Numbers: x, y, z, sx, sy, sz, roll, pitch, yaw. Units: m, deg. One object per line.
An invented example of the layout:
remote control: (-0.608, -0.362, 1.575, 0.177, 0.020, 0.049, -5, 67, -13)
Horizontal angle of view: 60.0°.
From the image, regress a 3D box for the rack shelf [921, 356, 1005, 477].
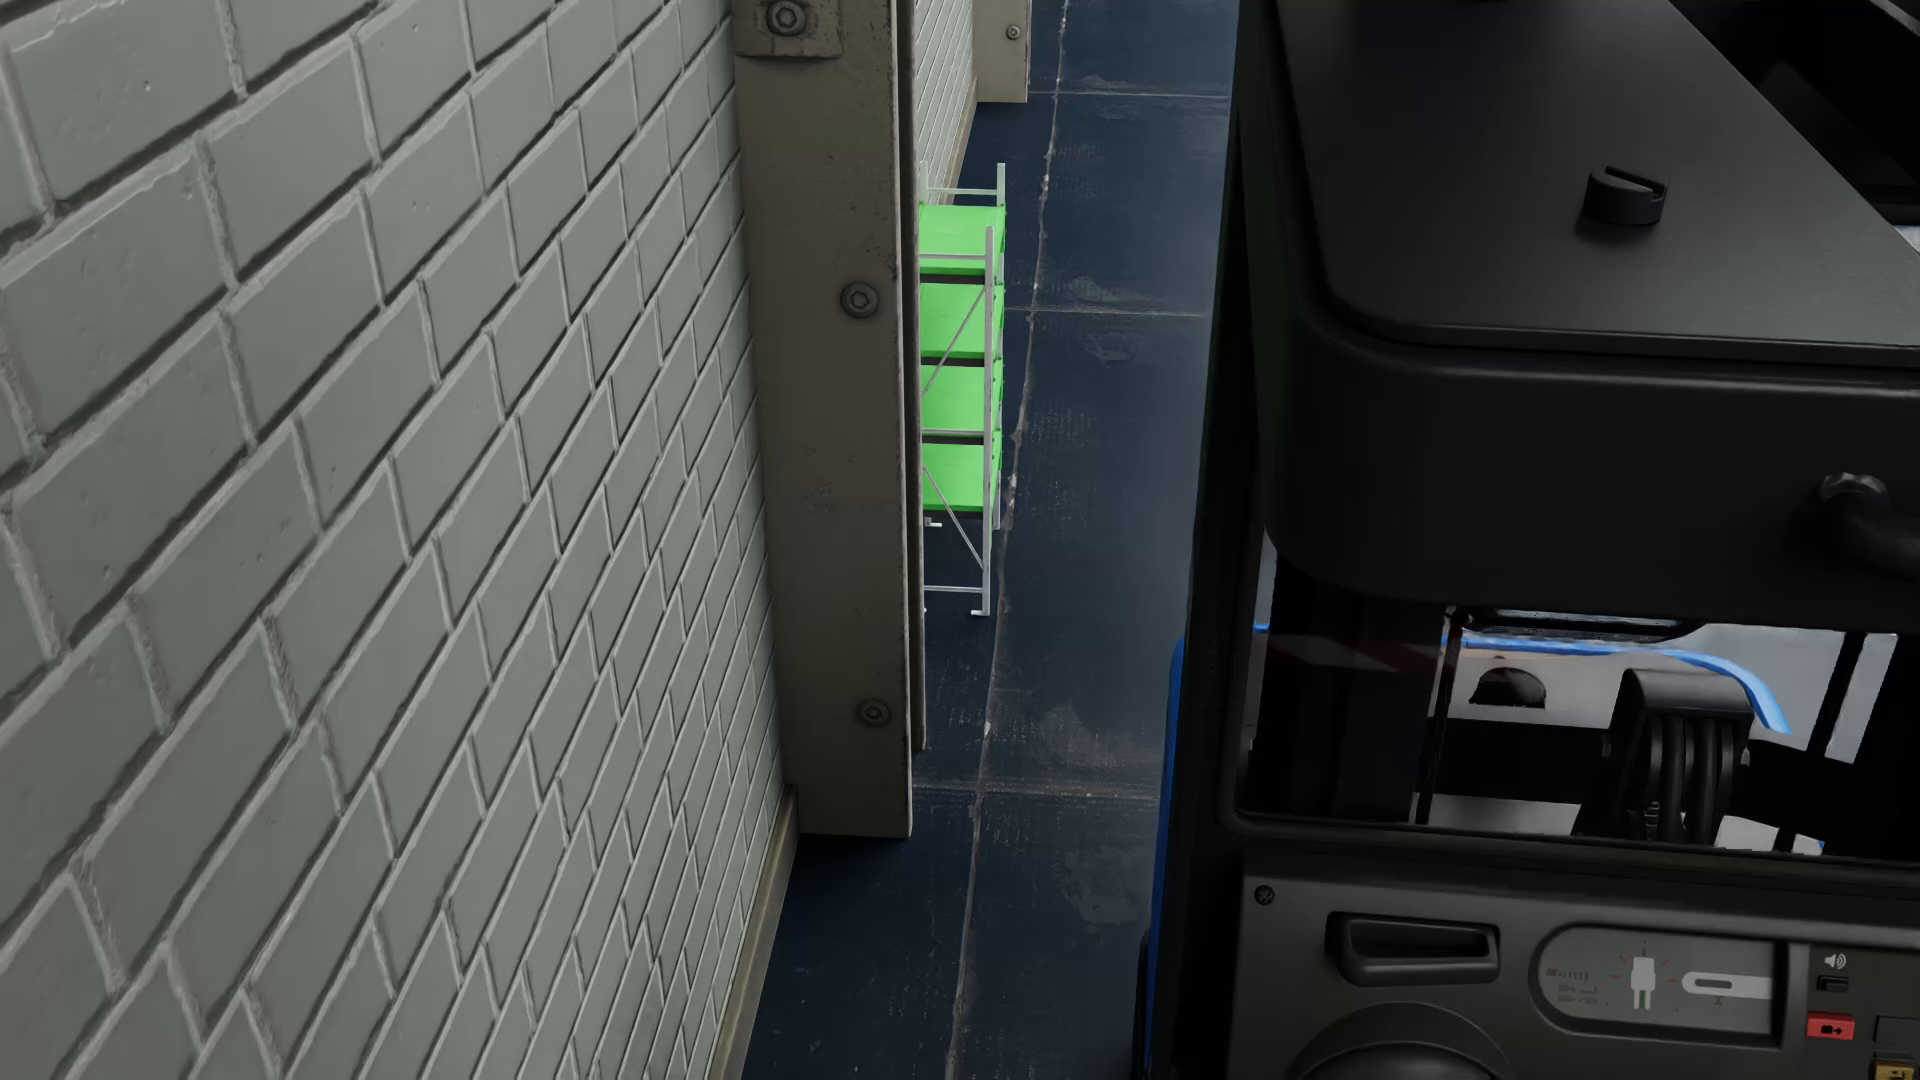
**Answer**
rack shelf: (-0.013, -0.370, 4.828, 0.258, 0.148, 0.480, 2, 32, 4)

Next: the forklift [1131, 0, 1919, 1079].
forklift: (0.719, 0.598, 1.486, 1.130, 2.935, 3.031, 4, 32, 6)

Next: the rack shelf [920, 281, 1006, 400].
rack shelf: (-0.013, -0.574, 4.702, 0.258, 0.148, 0.480, 2, 32, 4)

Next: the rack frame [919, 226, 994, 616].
rack frame: (-0.033, -0.297, 4.588, 0.240, 1.200, 0.015, 2, 32, 4)

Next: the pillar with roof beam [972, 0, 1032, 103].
pillar with roof beam: (4.519, -6.165, 6.677, 9.100, 9.000, 0.400, 2, 32, 4)

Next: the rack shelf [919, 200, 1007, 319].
rack shelf: (-0.013, -0.778, 4.576, 0.258, 0.148, 0.480, 2, 32, 4)

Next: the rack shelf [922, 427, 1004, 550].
rack shelf: (-0.013, -0.166, 4.954, 0.258, 0.148, 0.480, 2, 32, 4)

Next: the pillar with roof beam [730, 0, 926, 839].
pillar with roof beam: (4.031, -3.028, 1.586, 9.100, 9.000, 0.400, 2, 32, 4)

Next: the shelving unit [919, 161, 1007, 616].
shelving unit: (-0.013, -0.424, 4.795, 0.258, 1.200, 0.503, 2, 32, 4)

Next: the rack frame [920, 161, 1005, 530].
rack frame: (0.006, -0.552, 5.002, 0.240, 1.200, 0.015, 2, 32, 4)
